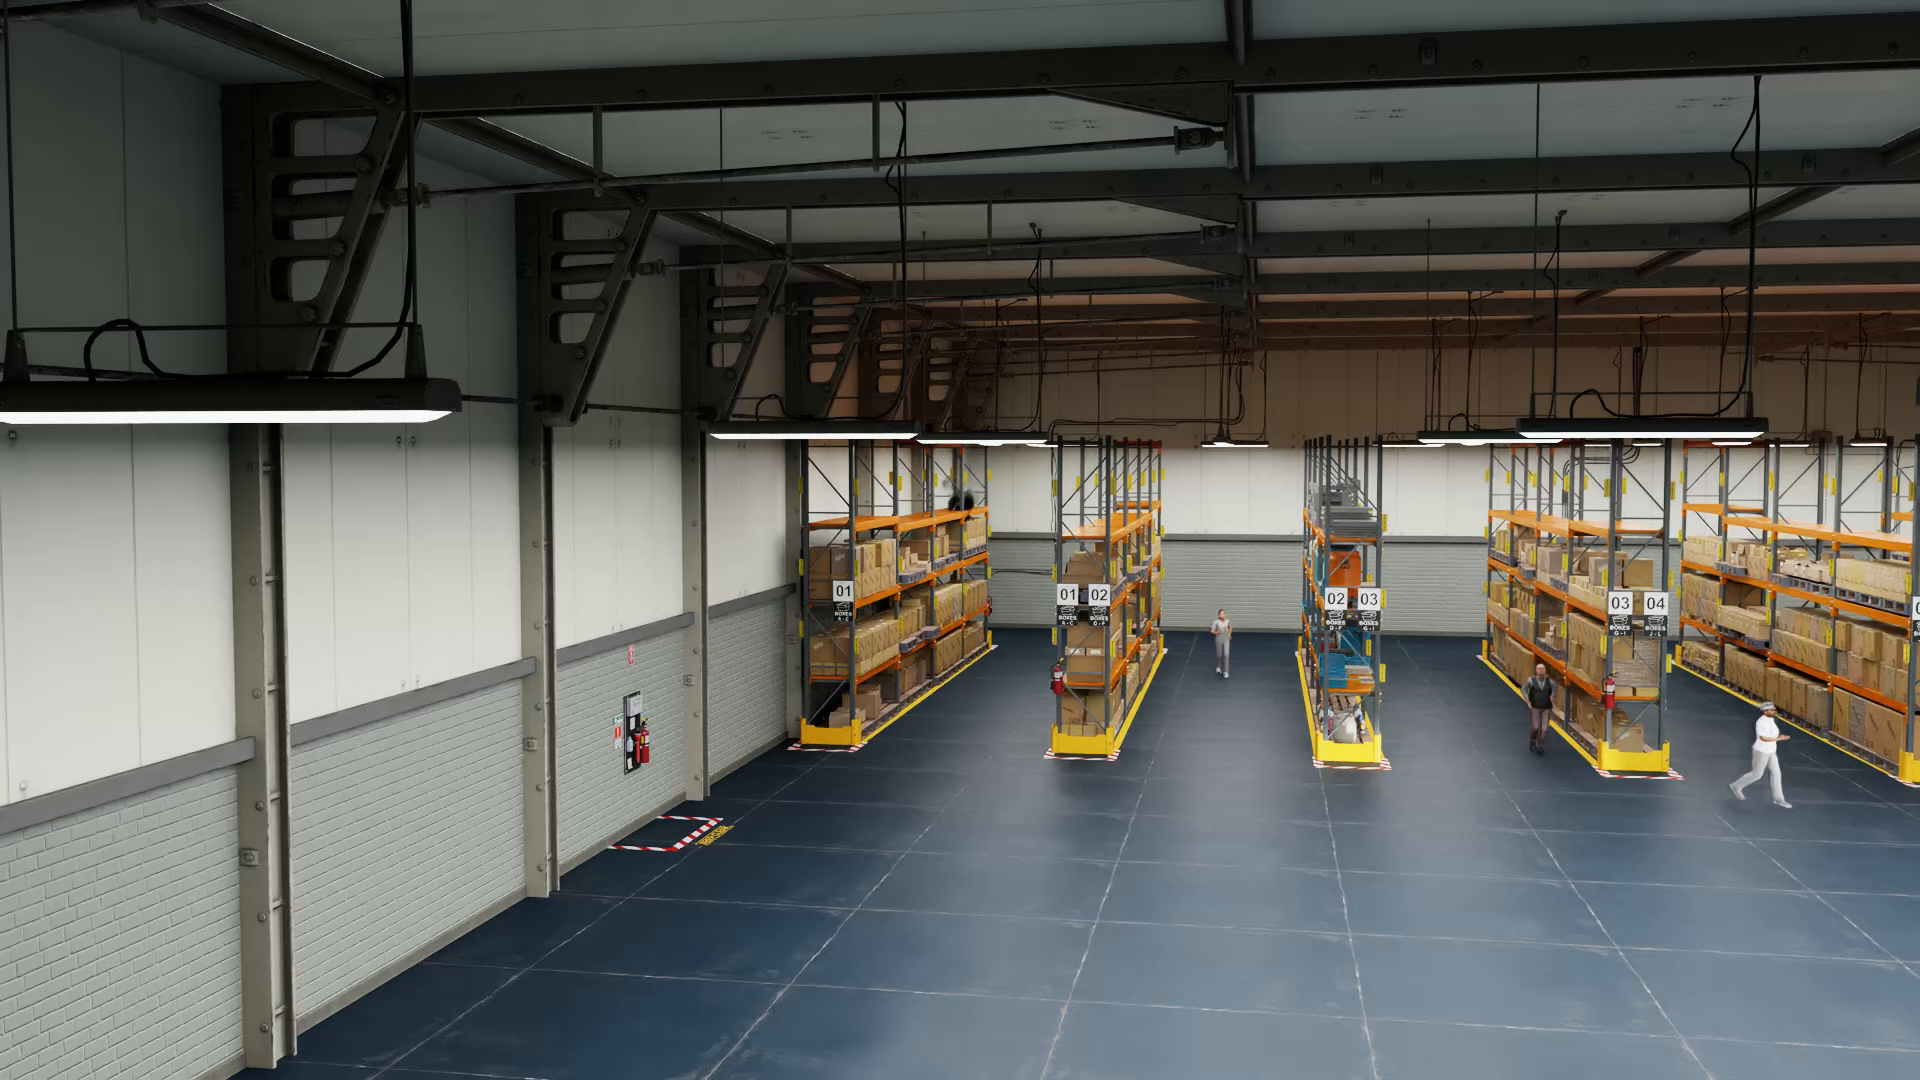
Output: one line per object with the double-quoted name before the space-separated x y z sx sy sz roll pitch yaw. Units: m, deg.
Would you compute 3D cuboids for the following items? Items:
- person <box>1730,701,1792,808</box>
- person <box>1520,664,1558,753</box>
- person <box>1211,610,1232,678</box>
"person" 12.892 3.404 26.707 0.573 1.684 0.938 -3 4 -44
"person" 10.916 3.178 31.267 0.649 1.677 0.592 0 3 7
"person" 6.621 2.593 42.022 0.565 1.672 0.950 0 3 -3
